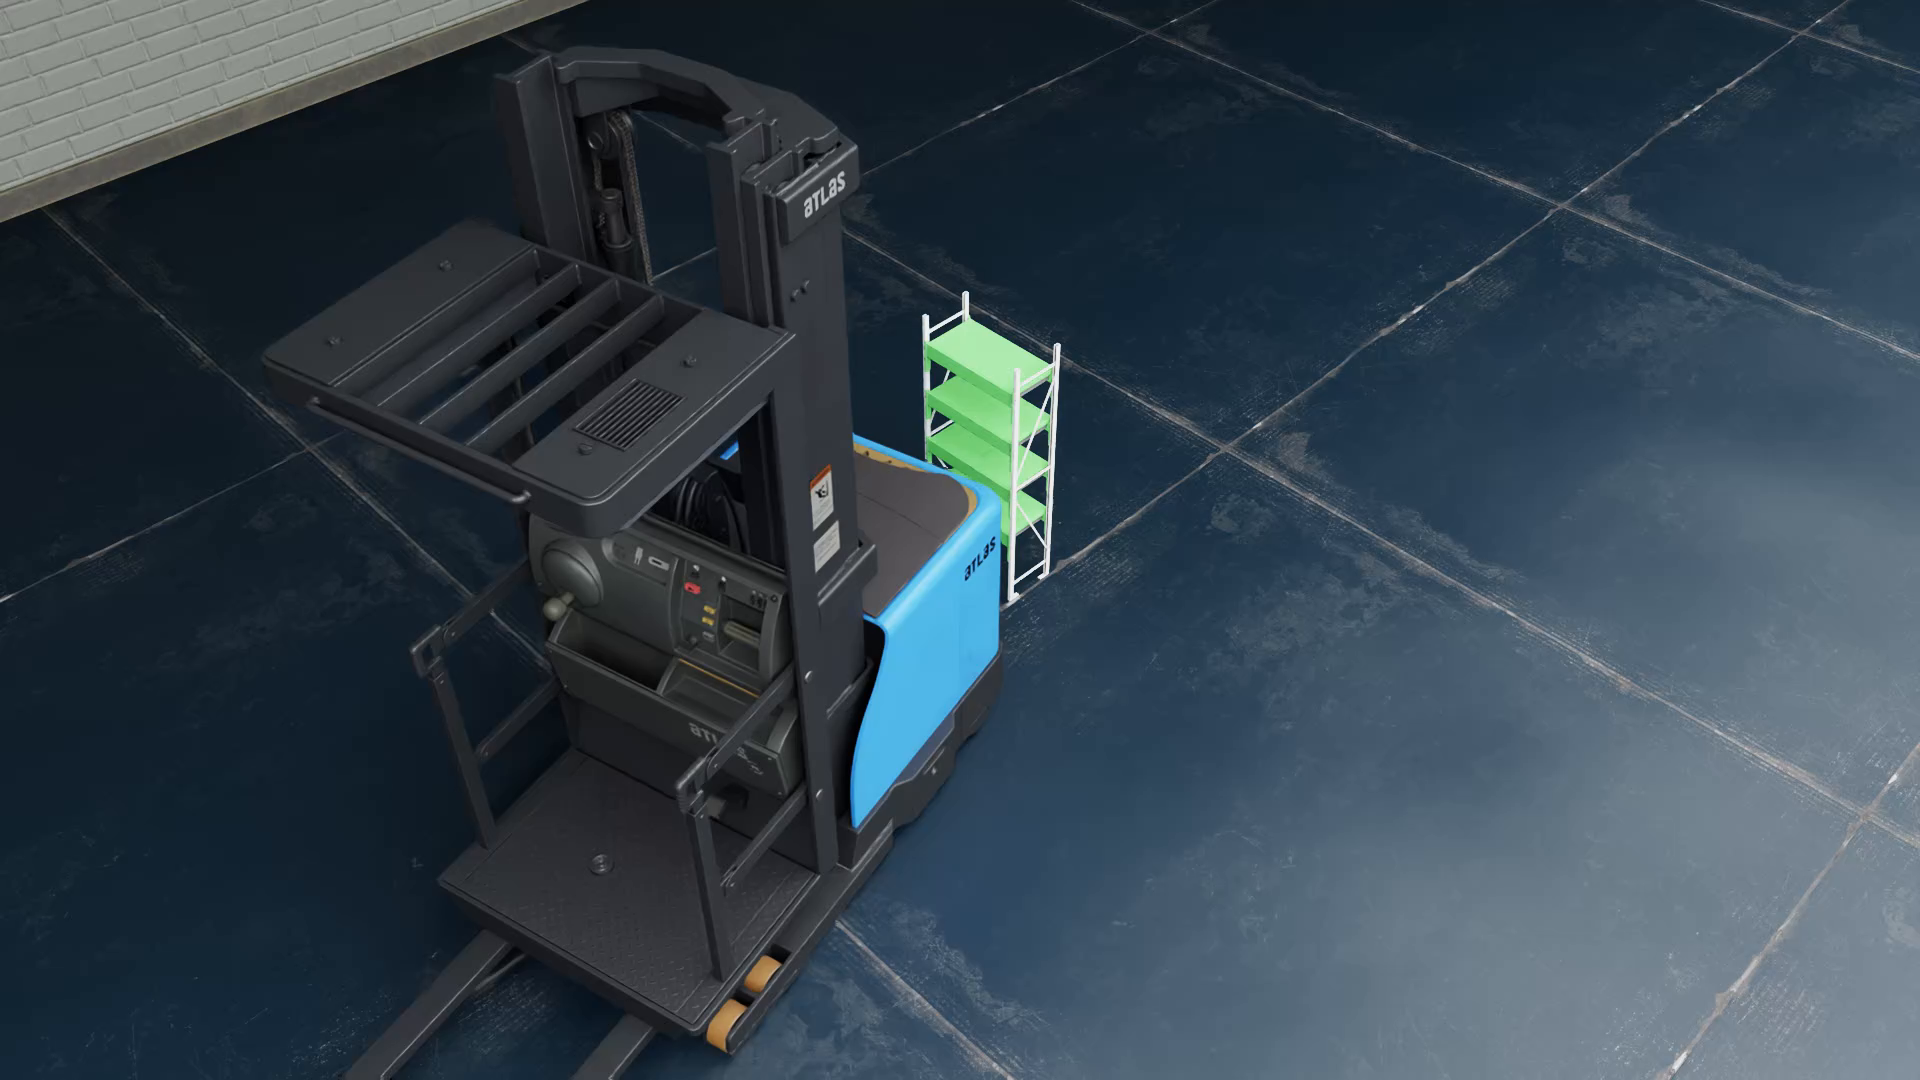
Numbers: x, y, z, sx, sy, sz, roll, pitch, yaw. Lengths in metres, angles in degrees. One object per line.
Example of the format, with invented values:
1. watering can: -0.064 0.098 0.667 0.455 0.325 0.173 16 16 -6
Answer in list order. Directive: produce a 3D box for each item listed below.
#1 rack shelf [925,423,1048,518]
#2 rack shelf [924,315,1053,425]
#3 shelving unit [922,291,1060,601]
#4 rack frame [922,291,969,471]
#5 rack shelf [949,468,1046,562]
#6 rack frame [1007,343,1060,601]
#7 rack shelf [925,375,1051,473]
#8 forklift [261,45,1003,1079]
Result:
1. rack shelf: 0.117 -0.314 6.800 0.258 0.148 0.480 -34 53 -31
2. rack shelf: 0.117 -0.667 6.474 0.258 0.148 0.480 -34 53 -31
3. shelving unit: 0.117 -0.361 6.757 0.258 1.200 0.503 -34 53 -31
4. rack frame: -0.055 -0.478 6.884 0.240 1.200 0.015 -34 53 -31
5. rack shelf: 0.117 -0.138 6.963 0.258 0.148 0.480 -34 53 -31
6. rack frame: 0.289 -0.244 6.630 0.240 1.200 0.015 -34 53 -31
7. rack shelf: 0.117 -0.490 6.637 0.258 0.148 0.480 -34 53 -31
8. forklift: -1.029 0.229 4.843 1.130 2.935 3.031 22 47 22
